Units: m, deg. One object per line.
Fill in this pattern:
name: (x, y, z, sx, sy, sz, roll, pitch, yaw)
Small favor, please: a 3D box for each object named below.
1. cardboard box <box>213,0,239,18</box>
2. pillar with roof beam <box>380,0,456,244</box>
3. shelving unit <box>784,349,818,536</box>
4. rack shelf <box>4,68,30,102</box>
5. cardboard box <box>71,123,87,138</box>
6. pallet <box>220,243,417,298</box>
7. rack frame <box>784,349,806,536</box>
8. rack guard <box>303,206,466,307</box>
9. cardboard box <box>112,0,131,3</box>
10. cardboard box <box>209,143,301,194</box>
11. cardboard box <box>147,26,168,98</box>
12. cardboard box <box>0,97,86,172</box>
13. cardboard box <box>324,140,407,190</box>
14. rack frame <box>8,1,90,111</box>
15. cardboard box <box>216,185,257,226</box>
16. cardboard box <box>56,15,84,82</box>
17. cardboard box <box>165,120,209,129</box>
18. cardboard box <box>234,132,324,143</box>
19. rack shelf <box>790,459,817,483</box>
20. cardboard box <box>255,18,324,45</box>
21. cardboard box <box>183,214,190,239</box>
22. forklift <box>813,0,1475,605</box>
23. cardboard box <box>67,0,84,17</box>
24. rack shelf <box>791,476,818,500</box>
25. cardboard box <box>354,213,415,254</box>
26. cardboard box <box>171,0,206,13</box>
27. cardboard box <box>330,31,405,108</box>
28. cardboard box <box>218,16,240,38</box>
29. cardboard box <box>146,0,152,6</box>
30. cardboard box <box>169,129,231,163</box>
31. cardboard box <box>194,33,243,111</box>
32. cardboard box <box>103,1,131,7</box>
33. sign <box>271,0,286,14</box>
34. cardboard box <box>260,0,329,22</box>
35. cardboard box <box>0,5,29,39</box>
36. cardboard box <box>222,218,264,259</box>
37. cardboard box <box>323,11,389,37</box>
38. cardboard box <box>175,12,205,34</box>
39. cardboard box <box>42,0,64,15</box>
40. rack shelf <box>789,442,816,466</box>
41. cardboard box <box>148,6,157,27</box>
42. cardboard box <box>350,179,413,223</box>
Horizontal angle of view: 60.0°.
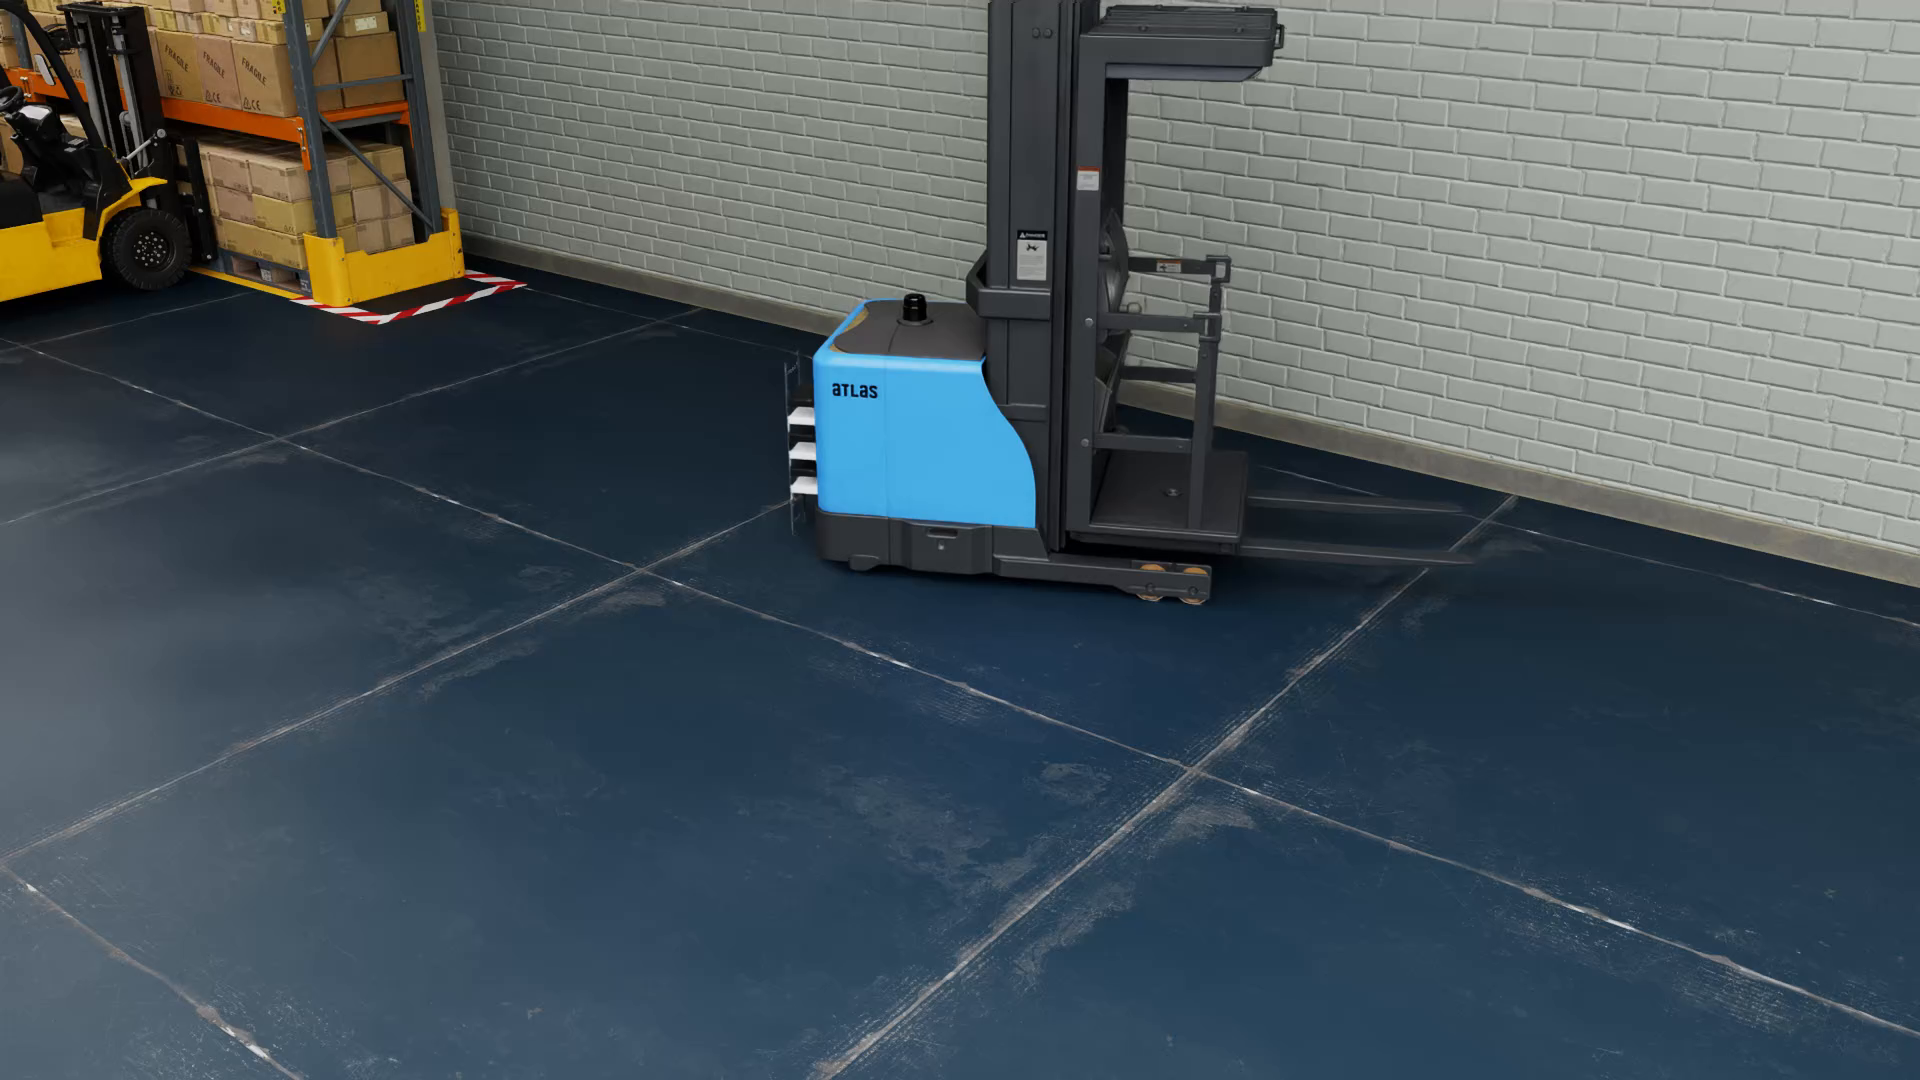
cardboard box: (-5.177, -3.893, 12.068, 0.250, 0.149, 0.380, 18, 29, 34)
pillar with roof beam: (-6.921, -5.107, 8.680, 0.400, 9.000, 9.100, 17, 29, 33)
shelving unit: (-0.712, -0.470, 8.200, 0.210, 0.900, 0.258, 4, 24, 10)
rack shelf: (-9.123, -4.413, 15.438, 4.000, 0.370, 1.077, 17, 29, 33)
cardboard box: (-6.921, -3.305, 13.680, 0.500, 0.250, 0.500, 17, 29, 33)
pallet: (-4.959, -2.187, 12.951, 1.213, 0.211, 1.003, 17, 29, 33)
rack frame: (-0.812, -0.477, 8.217, 0.006, 0.900, 0.240, 4, 24, 10)
rack guard: (-4.303, -2.142, 12.491, 0.348, 0.500, 1.175, 17, 29, 33)
cardboard box: (-6.367, -4.279, 12.943, 0.250, 0.149, 0.380, 17, 29, 33)
cardboard box: (-5.290, -2.815, 12.569, 0.500, 0.250, 0.500, 17, 29, 34)
cardboard box: (-6.102, -3.742, 12.898, 0.500, 0.500, 0.500, 17, 29, 34)
cardboard box: (-8.563, -3.677, 15.299, 0.625, 0.625, 0.875, 16, 29, 33)
cardboard box: (-4.593, -2.860, 12.671, 0.500, 0.250, 0.500, 16, 29, 33)
rack frame: (-7.523, -4.259, 14.196, 0.127, 3.000, 1.000, 17, 29, 33)
cardboard box: (-5.294, -2.596, 12.691, 0.500, 0.250, 0.500, 16, 29, 33)
cardboard box: (-6.898, -3.992, 13.467, 0.500, 0.500, 0.500, 17, 29, 34)
cardboard box: (-6.202, -3.349, 13.781, 0.500, 0.250, 0.500, 17, 29, 34)
cardboard box: (-5.389, -3.104, 13.225, 0.500, 0.250, 0.500, 17, 29, 33)
rack shelf: (-0.712, -0.357, 8.249, 0.200, 0.077, 0.258, 4, 24, 10)
cardboard box: (-4.768, -3.628, 11.834, 0.250, 0.149, 0.380, 17, 29, 34)
cardboard box: (-6.104, -2.603, 13.326, 0.500, 0.250, 0.500, 18, 29, 35)
forklift: (0.884, -1.280, 7.519, 3.031, 2.935, 1.130, 4, 24, 10)
cardboard box: (-6.839, -4.240, 13.224, 0.250, 0.149, 0.380, 18, 29, 34)
rack shelf: (-0.712, -0.274, 8.286, 0.200, 0.077, 0.258, 4, 24, 10)
cardboard box: (-4.598, -2.407, 12.883, 0.500, 0.250, 0.500, 17, 29, 34)
cardboard box: (-5.606, -4.004, 12.321, 0.250, 0.149, 0.380, 18, 29, 35)
cardboard box: (-4.552, -3.547, 12.455, 0.500, 0.500, 0.500, 18, 29, 35)
cardboard box: (-5.161, -3.762, 12.140, 0.250, 0.149, 0.380, 17, 29, 34)
cardboard box: (-5.966, -4.158, 12.669, 0.250, 0.149, 0.380, 17, 29, 34)
cardboard box: (-6.100, -3.059, 13.122, 0.500, 0.250, 0.500, 16, 28, 32)
cardboard box: (-5.283, -3.500, 12.349, 0.500, 0.500, 0.500, 18, 29, 35)
cardboard box: (-6.419, -4.121, 12.953, 0.250, 0.149, 0.380, 16, 28, 32)
sign: (-4.659, -3.758, 11.329, 0.005, 0.325, 0.100, 17, 29, 33)
cardboard box: (-4.735, -3.789, 11.832, 0.250, 0.149, 0.380, 17, 29, 33)
cardboard box: (-8.069, -4.455, 14.207, 0.500, 0.250, 0.500, 16, 28, 32)
cardboard box: (-5.280, -2.360, 12.776, 0.500, 0.250, 0.500, 17, 29, 33)
cardboard box: (-4.438, -3.800, 12.225, 0.250, 0.149, 0.380, 16, 28, 32)
cardboard box: (-5.594, -3.875, 12.397, 0.250, 0.149, 0.380, 16, 28, 32)
cardboard box: (-7.217, -4.377, 13.536, 0.250, 0.149, 0.380, 18, 29, 34)
rack shelf: (-0.712, -0.439, 8.213, 0.200, 0.077, 0.258, 4, 24, 10)
cardboard box: (-5.954, -4.019, 12.724, 0.250, 0.149, 0.380, 17, 29, 33)
cardboard box: (-4.574, -2.635, 12.779, 0.500, 0.250, 0.500, 17, 29, 34)
